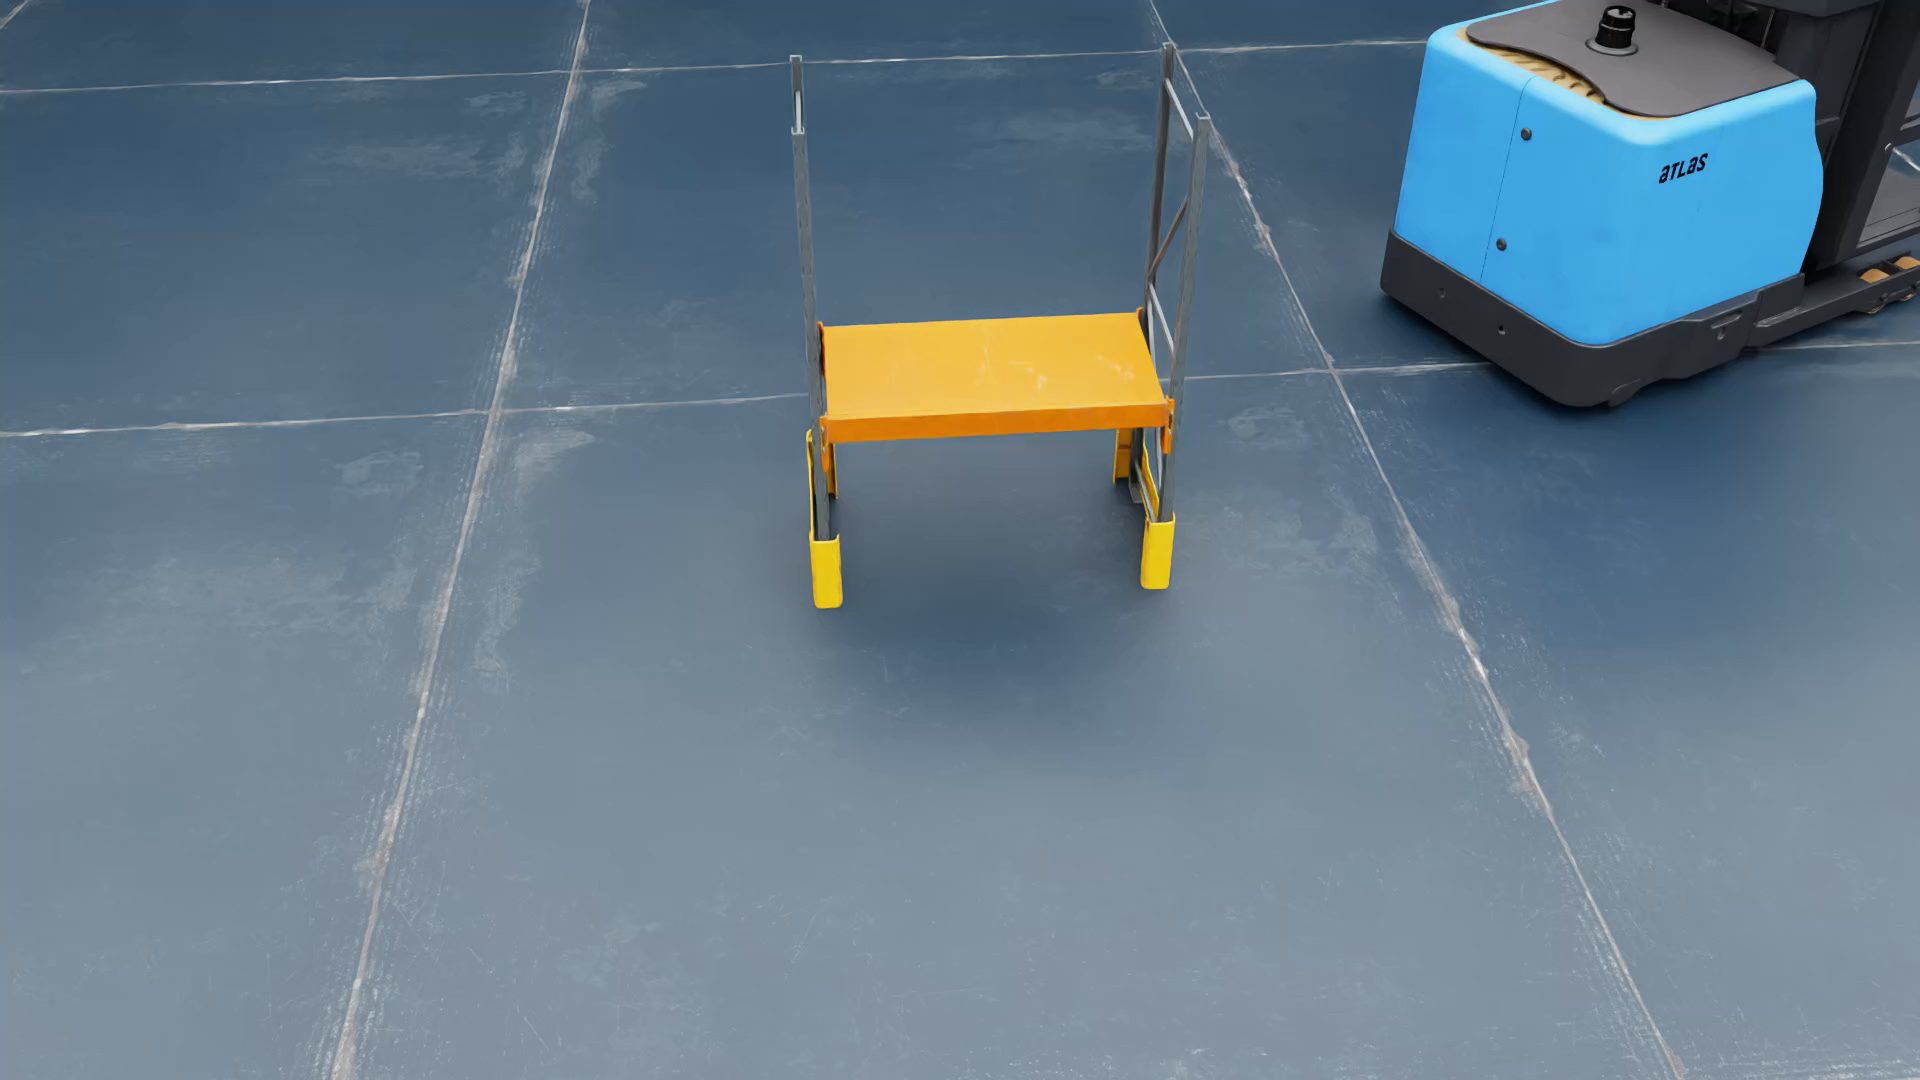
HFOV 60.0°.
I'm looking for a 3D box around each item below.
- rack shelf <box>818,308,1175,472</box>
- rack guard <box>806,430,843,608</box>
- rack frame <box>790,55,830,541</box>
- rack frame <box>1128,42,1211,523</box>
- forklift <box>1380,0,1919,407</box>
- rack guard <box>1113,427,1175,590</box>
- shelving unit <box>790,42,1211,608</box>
[{"bbox_3d":[0.085,-0.452,4.903,1.000,0.185,0.538,-3,38,-4],"label":"rack shelf"},{"bbox_3d":[-0.420,-0.075,5.143,0.087,0.250,0.587,-3,38,-4],"label":"rack guard"},{"bbox_3d":[-0.421,-0.566,4.756,0.032,1.500,0.500,-3,38,-4],"label":"rack frame"},{"bbox_3d":[0.591,-0.621,4.827,0.032,1.500,0.500,-3,38,-4],"label":"rack frame"},{"bbox_3d":[3.143,-2.276,5.769,3.031,2.935,1.130,-20,42,-23],"label":"forklift"},{"bbox_3d":[0.572,-0.130,5.213,0.087,0.250,0.587,-3,38,-4],"label":"rack guard"},{"bbox_3d":[0.076,-0.593,4.791,1.083,1.500,0.587,-3,38,-4],"label":"shelving unit"}]
